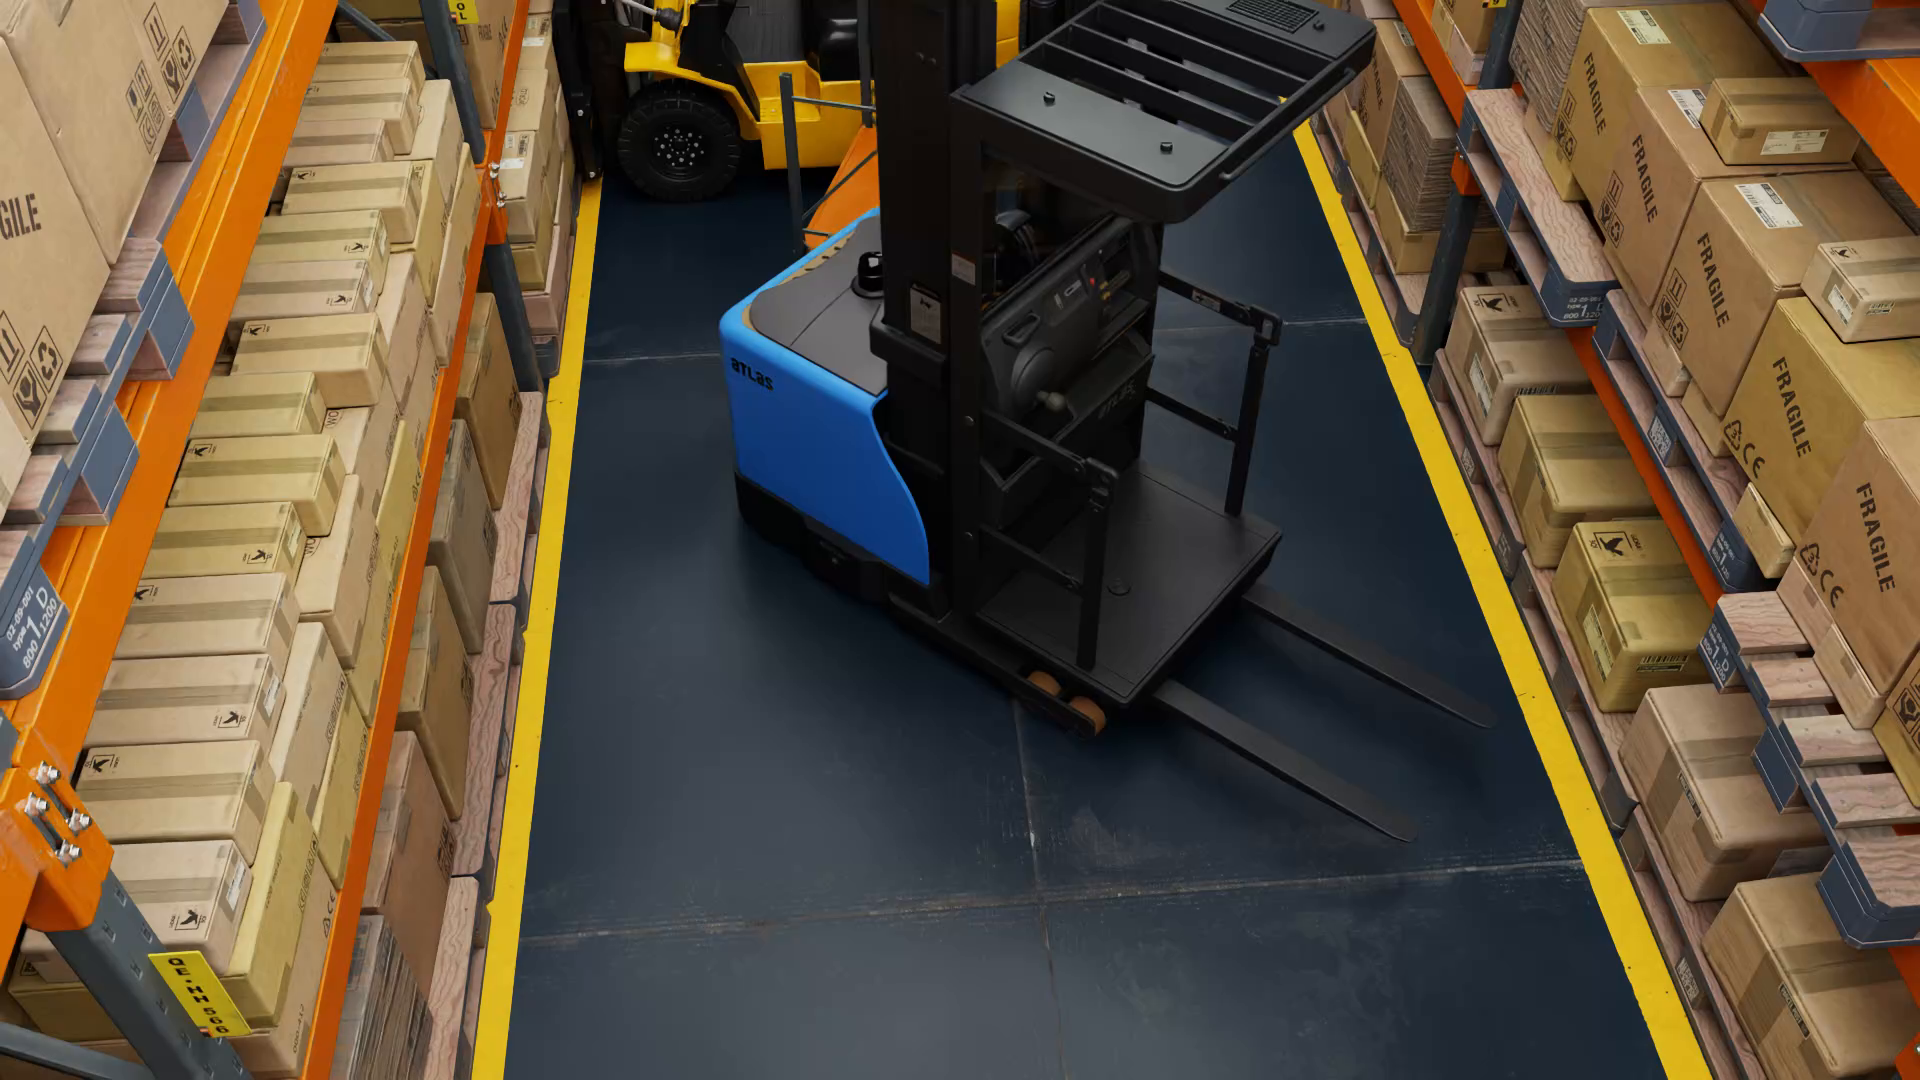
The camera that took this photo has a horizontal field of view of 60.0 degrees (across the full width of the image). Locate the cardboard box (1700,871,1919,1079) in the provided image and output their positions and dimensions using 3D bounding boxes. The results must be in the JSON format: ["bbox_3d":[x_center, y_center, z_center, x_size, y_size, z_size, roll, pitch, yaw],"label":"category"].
[{"bbox_3d":[2.890,1.344,5.068,0.950,0.372,0.625,-6,47,-6],"label":"cardboard box"}]

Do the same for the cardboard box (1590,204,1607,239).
[{"bbox_3d":[2.436,-1.157,5.800,0.380,0.149,0.250,-1,47,-1],"label":"cardboard box"}]

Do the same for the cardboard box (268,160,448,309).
[{"bbox_3d":[-2.007,-1.004,5.531,0.500,0.250,0.500,-5,47,-4],"label":"cardboard box"}]

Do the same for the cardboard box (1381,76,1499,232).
[{"bbox_3d":[2.276,-1.769,7.584,0.500,0.500,0.500,-4,47,-4],"label":"cardboard box"}]

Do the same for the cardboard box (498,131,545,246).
[{"bbox_3d":[-2.081,-1.507,7.164,0.500,0.250,0.500,-4,47,-4],"label":"cardboard box"}]

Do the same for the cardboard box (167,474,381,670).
[{"bbox_3d":[-1.879,0.100,4.485,0.500,0.250,0.500,-5,47,-4],"label":"cardboard box"}]

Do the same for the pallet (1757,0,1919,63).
[{"bbox_3d":[2.628,-1.664,4.460,1.213,0.211,1.003,-3,47,-3],"label":"pallet"}]

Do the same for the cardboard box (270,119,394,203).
[{"bbox_3d":[-2.096,-1.254,5.492,0.380,0.149,0.250,-4,47,-3],"label":"cardboard box"}]

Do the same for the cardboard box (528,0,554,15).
[{"bbox_3d":[-2.203,-2.618,8.215,0.500,0.250,0.500,-4,47,-4],"label":"cardboard box"}]

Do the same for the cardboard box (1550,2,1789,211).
[{"bbox_3d":[2.389,-1.462,5.642,0.500,0.500,0.500,-3,47,-3],"label":"cardboard box"}]

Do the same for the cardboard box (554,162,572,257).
[{"bbox_3d":[-2.122,-1.531,7.875,0.500,0.250,0.500,-4,47,-4],"label":"cardboard box"}]

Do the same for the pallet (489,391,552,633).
[{"bbox_3d":[-2.253,-0.106,6.842,1.003,0.211,1.213,-3,47,-3],"label":"pallet"}]

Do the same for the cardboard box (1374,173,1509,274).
[{"bbox_3d":[2.275,-1.510,7.856,0.500,0.250,0.500,-2,47,-1],"label":"cardboard box"}]

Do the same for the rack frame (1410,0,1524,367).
[{"bbox_3d":[2.593,-1.900,6.620,1.000,3.000,0.127,-3,47,-3],"label":"rack frame"}]

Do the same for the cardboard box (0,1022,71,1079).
[{"bbox_3d":[-2.311,1.040,3.939,0.500,0.250,0.500,-4,47,-4],"label":"cardboard box"}]

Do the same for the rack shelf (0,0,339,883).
[{"bbox_3d":[-2.186,-0.933,4.133,1.077,0.370,4.000,-3,47,-3],"label":"rack shelf"}]

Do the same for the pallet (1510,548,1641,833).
[{"bbox_3d":[2.765,0.507,6.261,1.003,0.211,1.213,-3,47,-3],"label":"pallet"}]

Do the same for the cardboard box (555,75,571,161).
[{"bbox_3d":[-2.161,-2.064,8.035,0.500,0.250,0.500,-4,47,-4],"label":"cardboard box"}]

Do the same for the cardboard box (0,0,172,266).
[{"bbox_3d":[-1.978,-0.844,3.127,0.700,0.500,0.500,-4,47,-4],"label":"cardboard box"}]

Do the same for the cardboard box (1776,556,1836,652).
[{"bbox_3d":[2.492,0.161,4.552,0.380,0.149,0.250,-5,47,-5],"label":"cardboard box"}]

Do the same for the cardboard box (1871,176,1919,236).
[{"bbox_3d":[2.985,-0.749,4.967,0.500,0.500,0.500,-5,47,-5],"label":"cardboard box"}]

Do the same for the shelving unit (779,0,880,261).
[{"bbox_3d":[-0.344,-1.631,7.398,0.587,1.500,1.083,11,47,10],"label":"shelving unit"}]

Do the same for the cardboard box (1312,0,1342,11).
[{"bbox_3d":[2.134,-2.892,8.647,0.500,0.500,0.500,-3,47,-3],"label":"cardboard box"}]

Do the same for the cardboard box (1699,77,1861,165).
[{"bbox_3d":[2.473,-1.263,5.007,0.380,0.149,0.250,-1,47,-1],"label":"cardboard box"}]

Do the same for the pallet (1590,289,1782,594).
[{"bbox_3d":[2.721,-0.370,5.303,1.003,0.211,1.213,-3,47,-3],"label":"pallet"}]

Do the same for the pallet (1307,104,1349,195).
[{"bbox_3d":[2.396,-2.310,8.929,1.003,0.211,1.213,-3,47,-3],"label":"pallet"}]

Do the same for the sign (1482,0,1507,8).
[{"bbox_3d":[2.053,-2.159,6.269,0.100,0.325,0.005,-3,47,-3],"label":"sign"}]

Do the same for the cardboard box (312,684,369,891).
[{"bbox_3d":[-1.849,0.650,4.308,0.500,0.250,0.500,-4,47,-4],"label":"cardboard box"}]

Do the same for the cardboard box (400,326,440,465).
[{"bbox_3d":[-1.992,-0.471,5.370,0.500,0.250,0.500,-3,47,-3],"label":"cardboard box"}]

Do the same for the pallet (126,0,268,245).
[{"bbox_3d":[-2.261,-0.963,3.796,1.003,0.211,1.213,-2,47,-1],"label":"pallet"}]

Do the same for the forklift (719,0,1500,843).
[{"bbox_3d":[0.548,-0.705,5.536,3.031,2.935,1.130,30,53,25],"label":"forklift"}]

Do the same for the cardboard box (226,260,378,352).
[{"bbox_3d":[-1.967,-0.697,4.965,0.380,0.149,0.250,-3,47,-3],"label":"cardboard box"}]

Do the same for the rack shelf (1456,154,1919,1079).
[{"bbox_3d":[2.760,-0.206,5.511,1.077,0.370,4.000,-3,47,-3],"label":"rack shelf"}]

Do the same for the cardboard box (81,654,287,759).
[{"bbox_3d":[-1.822,0.415,3.912,0.380,0.149,0.250,-2,47,-2],"label":"cardboard box"}]

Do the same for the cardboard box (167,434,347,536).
[{"bbox_3d":[-1.870,-0.141,4.438,0.380,0.149,0.250,-3,47,-2],"label":"cardboard box"}]

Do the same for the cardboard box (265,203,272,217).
[{"bbox_3d":[-2.534,-0.969,5.497,0.500,0.250,0.500,-4,47,-4],"label":"cardboard box"}]

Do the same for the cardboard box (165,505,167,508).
[{"bbox_3d":[-2.417,0.138,4.449,0.500,0.250,0.500,-4,47,-4],"label":"cardboard box"}]

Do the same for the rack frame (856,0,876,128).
[{"bbox_3d":[-0.216,-1.995,7.743,0.500,1.500,0.032,11,47,10],"label":"rack frame"}]

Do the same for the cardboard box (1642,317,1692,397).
[{"bbox_3d":[2.405,-0.594,5.267,0.380,0.149,0.250,-2,47,-2],"label":"cardboard box"}]

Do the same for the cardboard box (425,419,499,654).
[{"bbox_3d":[-2.241,0.015,6.152,0.875,0.625,0.625,-4,47,-4],"label":"cardboard box"}]

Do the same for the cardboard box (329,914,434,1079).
[{"bbox_3d":[-2.057,1.518,4.729,0.875,0.625,0.625,-2,47,-2],"label":"cardboard box"}]

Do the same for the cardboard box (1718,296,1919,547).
[{"bbox_3d":[2.515,-0.338,4.577,0.500,0.500,0.500,-6,47,-6],"label":"cardboard box"}]

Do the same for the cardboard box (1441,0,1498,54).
[{"bbox_3d":[2.308,-2.343,6.766,0.500,0.500,0.500,-5,47,-4],"label":"cardboard box"}]

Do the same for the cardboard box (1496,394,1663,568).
[{"bbox_3d":[2.703,-0.242,6.570,0.950,0.372,0.625,-1,47,-1],"label":"cardboard box"}]

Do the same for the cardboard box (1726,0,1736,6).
[{"bbox_3d":[2.860,-1.861,6.020,0.500,0.500,0.500,-4,47,-4],"label":"cardboard box"}]
